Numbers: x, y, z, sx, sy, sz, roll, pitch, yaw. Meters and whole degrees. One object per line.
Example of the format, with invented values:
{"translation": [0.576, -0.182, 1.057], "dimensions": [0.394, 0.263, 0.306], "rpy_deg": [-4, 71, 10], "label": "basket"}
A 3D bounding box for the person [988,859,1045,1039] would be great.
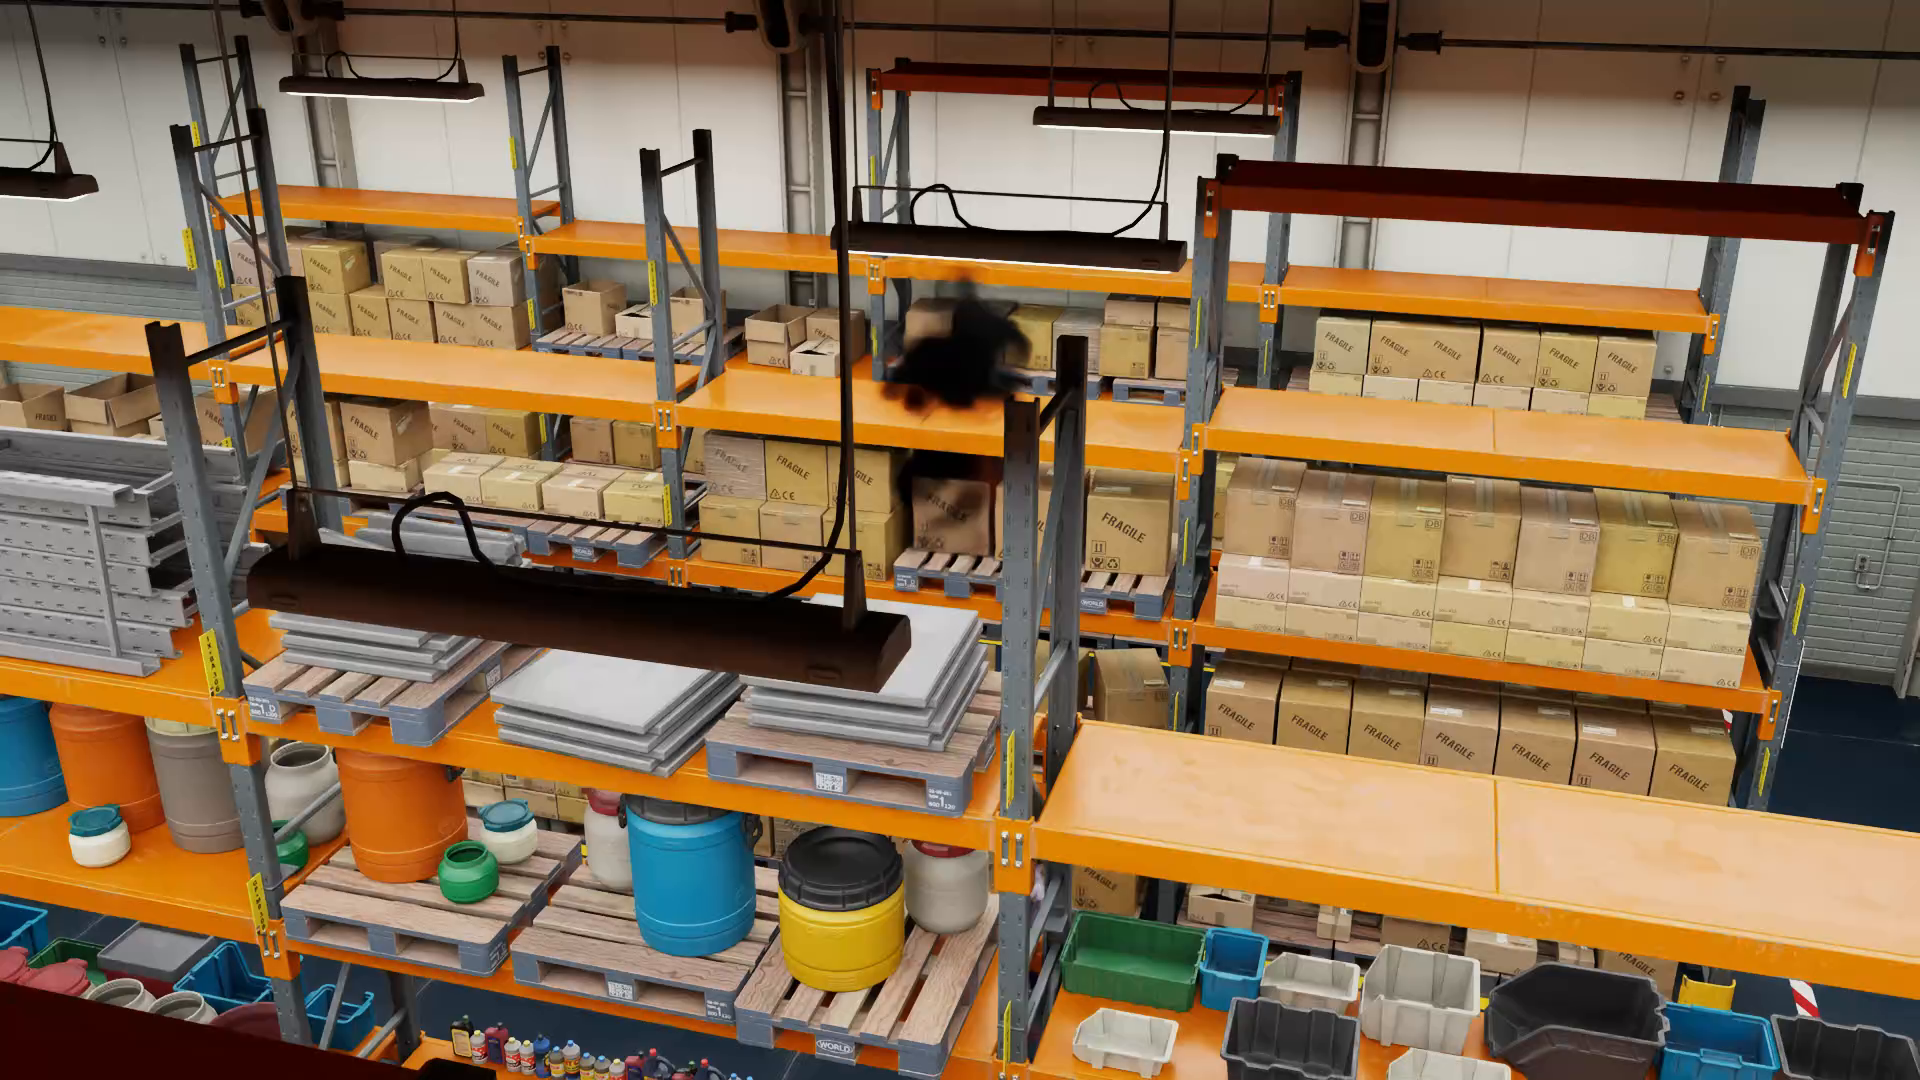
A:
{"translation": [0.399, 2.775, 11.300], "dimensions": [0.658, 1.762, 0.582], "rpy_deg": [3, 23, 7], "label": "person"}
